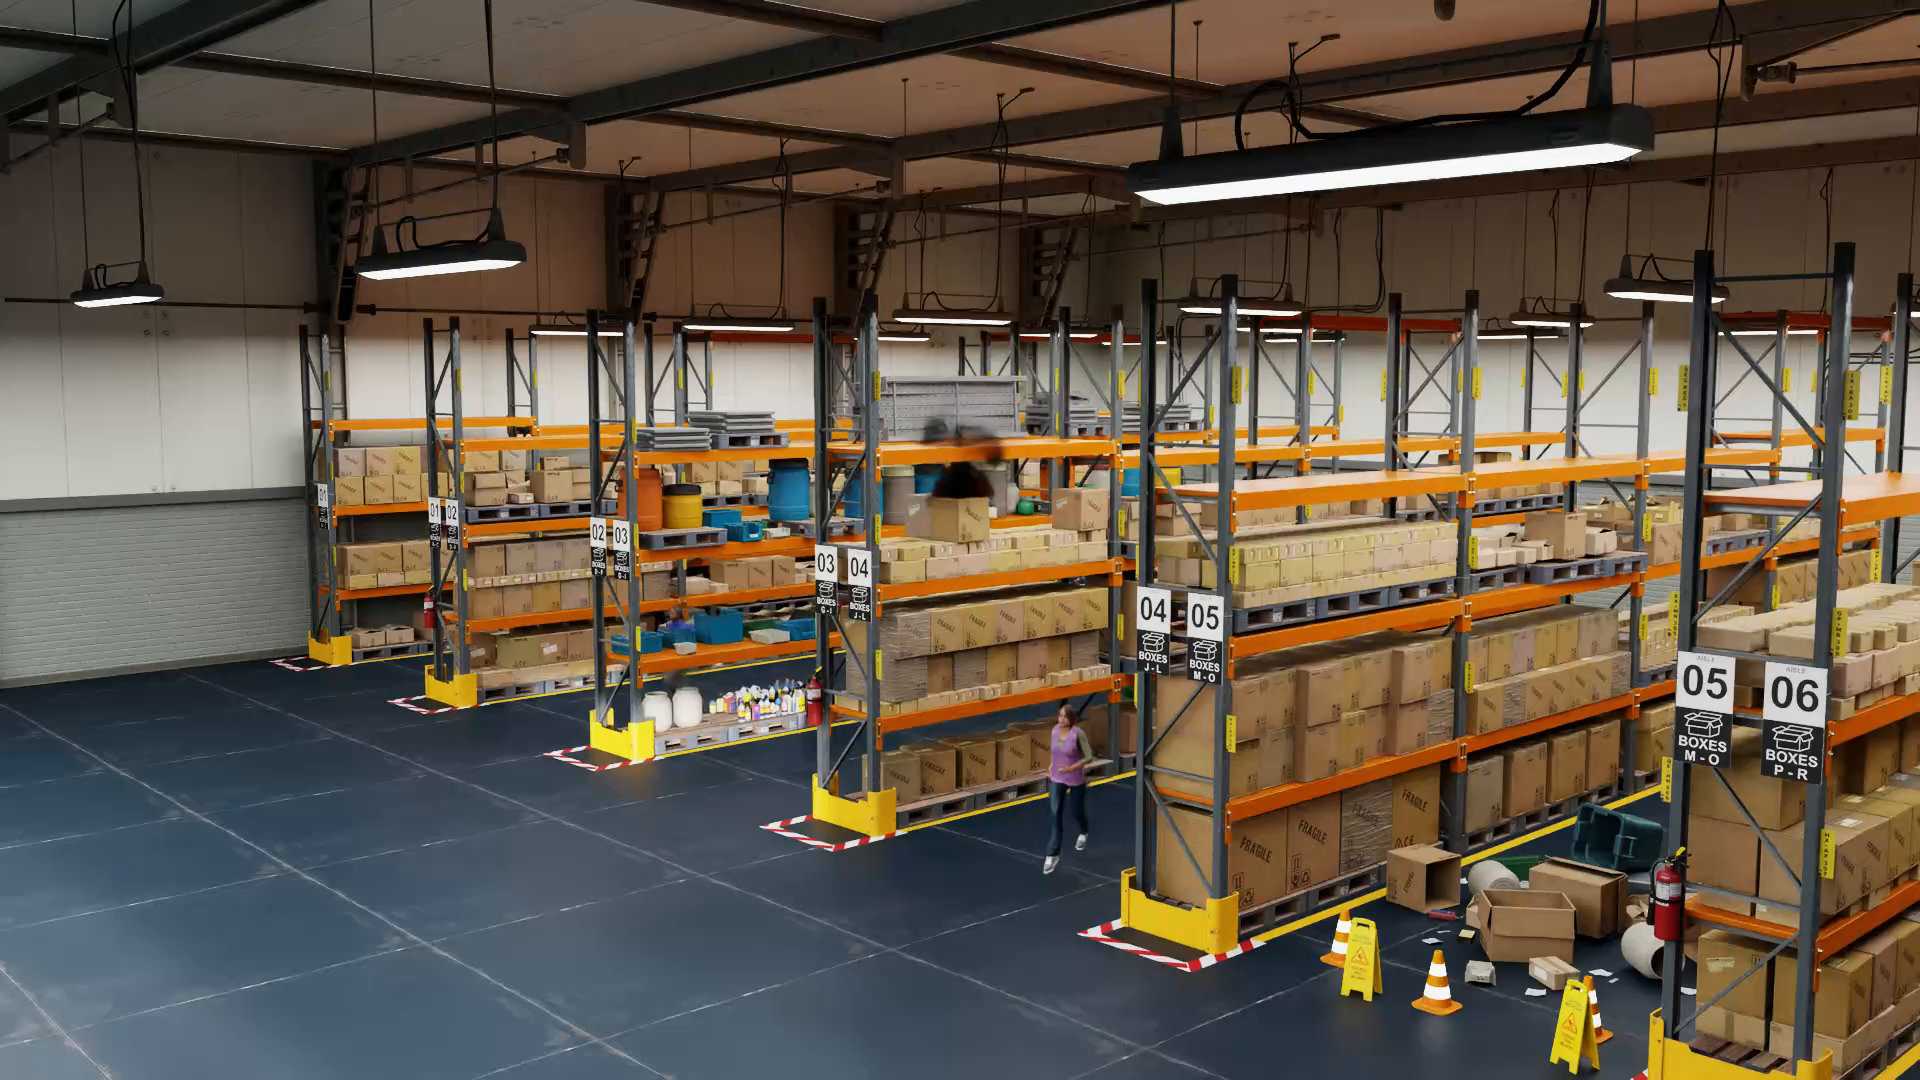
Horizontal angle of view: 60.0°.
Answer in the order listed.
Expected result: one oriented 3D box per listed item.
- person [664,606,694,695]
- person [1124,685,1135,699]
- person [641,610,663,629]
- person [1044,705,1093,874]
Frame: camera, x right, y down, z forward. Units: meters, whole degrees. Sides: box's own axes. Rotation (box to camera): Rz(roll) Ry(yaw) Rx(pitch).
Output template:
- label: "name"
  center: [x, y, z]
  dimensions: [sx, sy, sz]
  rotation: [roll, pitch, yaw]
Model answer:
- label: "person"
  center: [-4.277, 1.874, 25.090]
  dimensions: [0.667, 1.578, 0.578]
  rotation: [-4, 7, -36]
- label: "person"
  center: [2.543, 1.827, 24.355]
  dimensions: [0.644, 1.741, 0.575]
  rotation: [5, 8, 43]
- label: "person"
  center: [-5.678, 1.261, 30.656]
  dimensions: [0.577, 1.713, 0.746]
  rotation: [4, 7, 36]
- label: "person"
  center: [1.096, 2.438, 16.658]
  dimensions: [0.506, 1.604, 0.958]
  rotation: [2, 6, 21]
